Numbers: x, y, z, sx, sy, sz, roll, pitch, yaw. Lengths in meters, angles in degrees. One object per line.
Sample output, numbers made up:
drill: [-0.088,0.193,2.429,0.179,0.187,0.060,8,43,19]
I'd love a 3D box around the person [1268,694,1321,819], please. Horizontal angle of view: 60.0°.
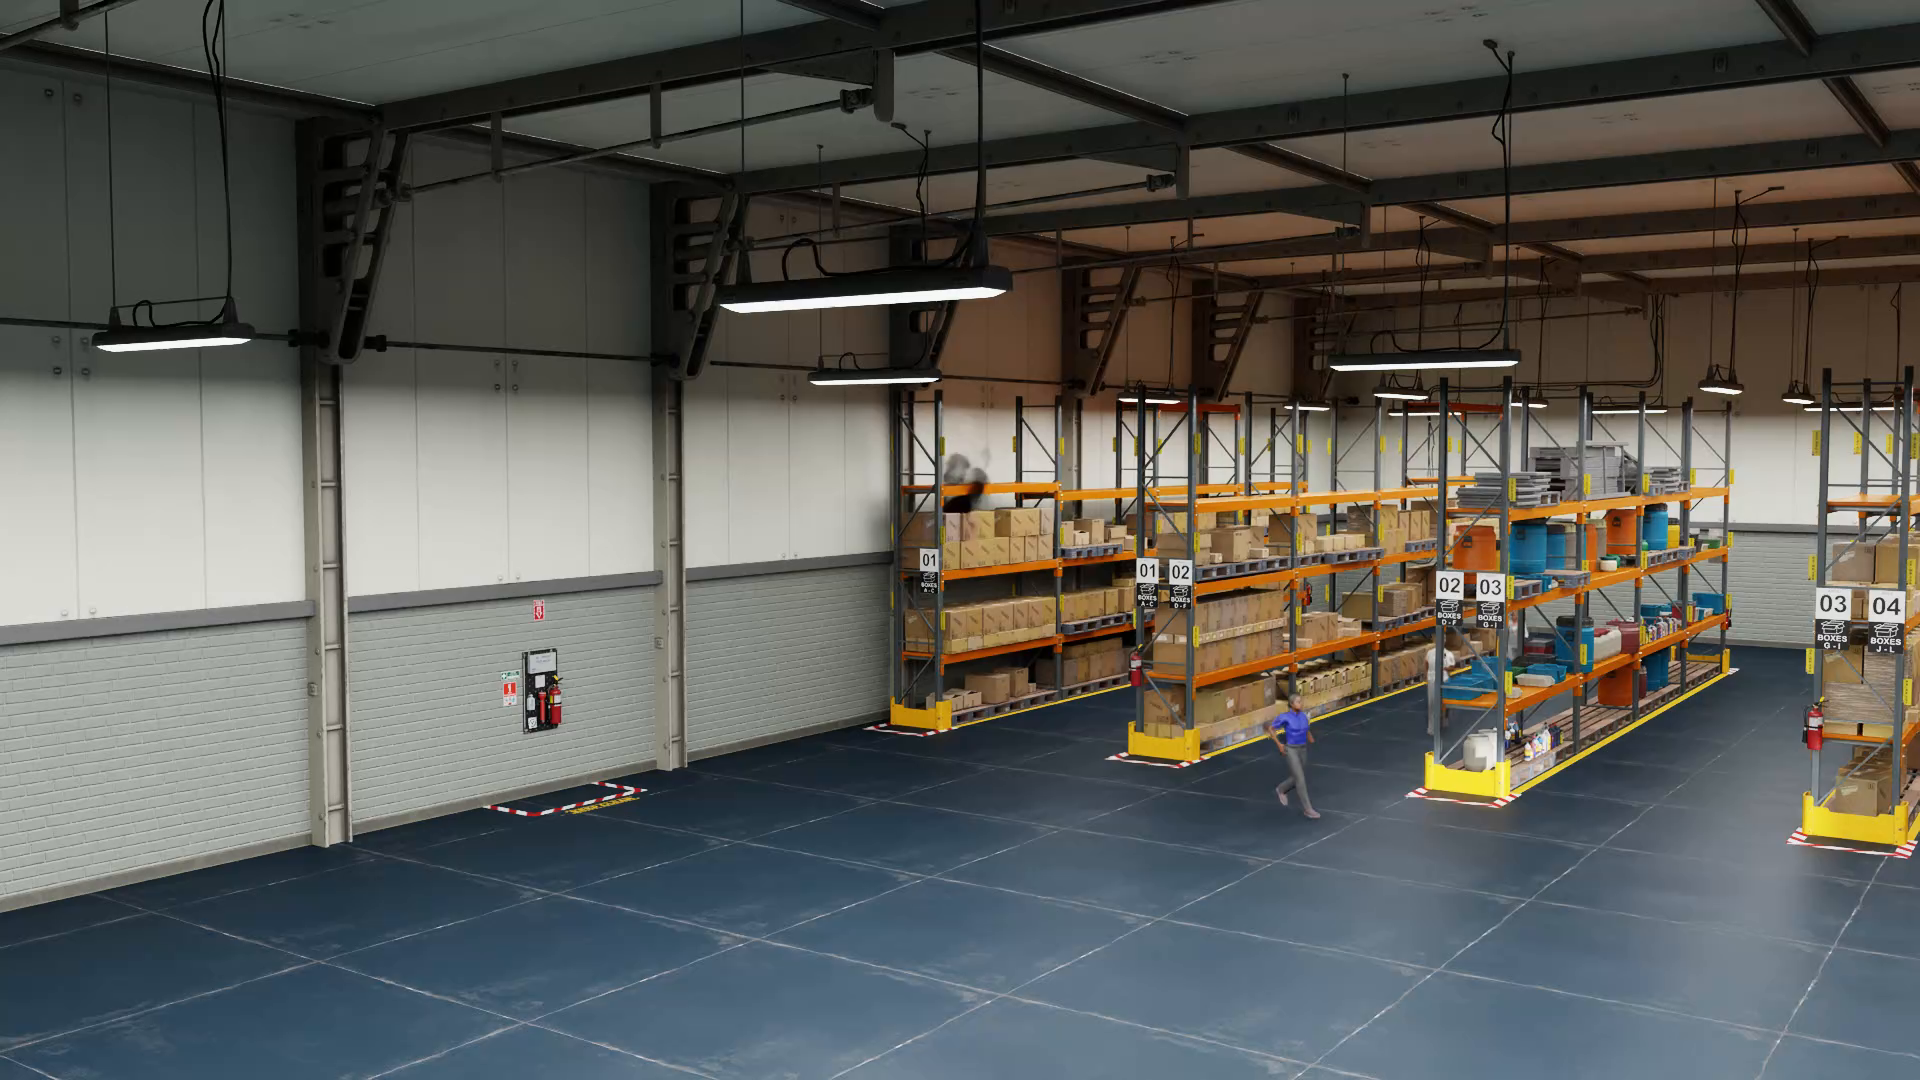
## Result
person: [4.552,2.894,22.533,0.602,1.612,0.972,-2,4,-33]

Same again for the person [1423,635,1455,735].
person: [8.389,2.496,29.136,0.566,1.712,0.890,2,4,25]

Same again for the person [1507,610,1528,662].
person: [11.500,2.243,34.459,0.534,1.590,0.889,1,3,23]
